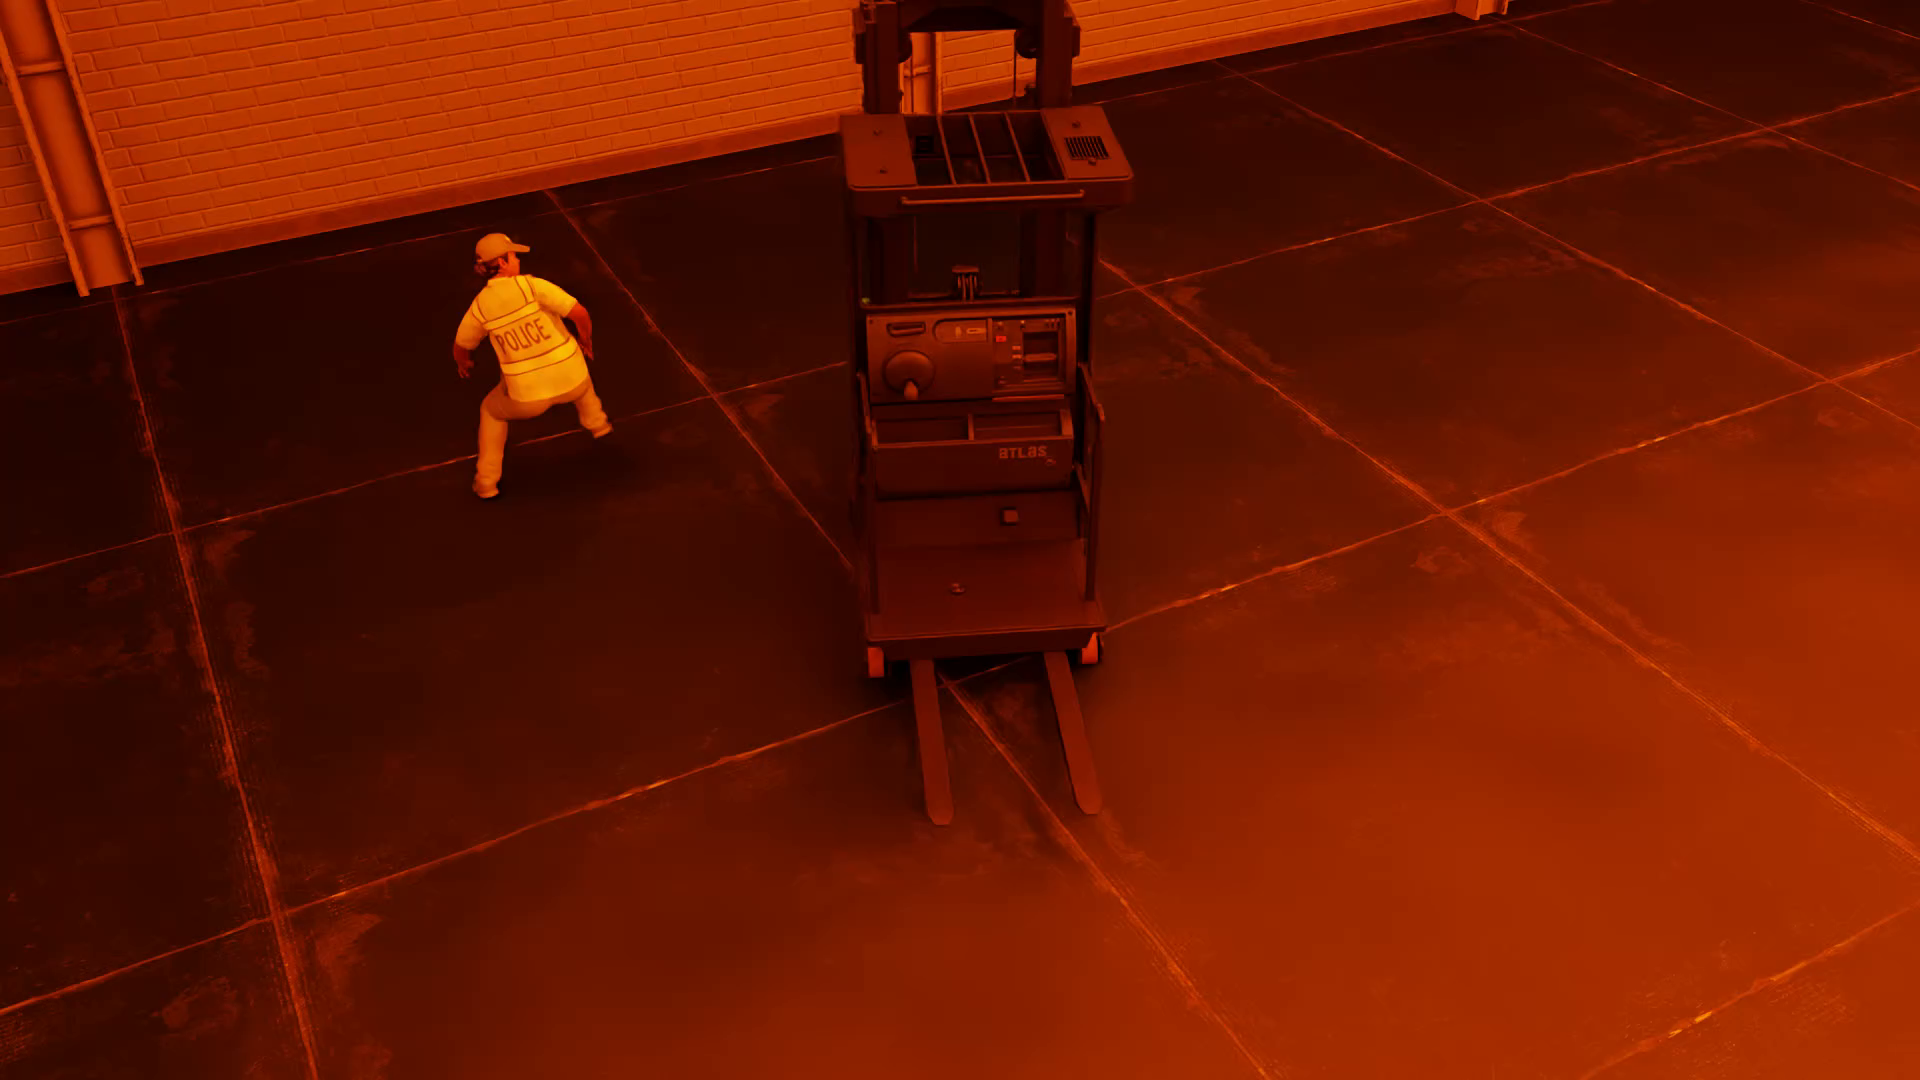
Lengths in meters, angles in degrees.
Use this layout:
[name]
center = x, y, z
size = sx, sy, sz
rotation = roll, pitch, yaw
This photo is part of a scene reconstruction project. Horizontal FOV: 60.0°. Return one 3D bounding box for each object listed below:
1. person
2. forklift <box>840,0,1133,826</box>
[person]
center = -2.283, -0.918, 8.783
size = 0.825, 1.454, 0.663
rotation = -12, 37, -16
[forklift]
center = 0.077, -0.760, 7.199
size = 1.130, 2.935, 3.031
rotation = -3, 35, -5
